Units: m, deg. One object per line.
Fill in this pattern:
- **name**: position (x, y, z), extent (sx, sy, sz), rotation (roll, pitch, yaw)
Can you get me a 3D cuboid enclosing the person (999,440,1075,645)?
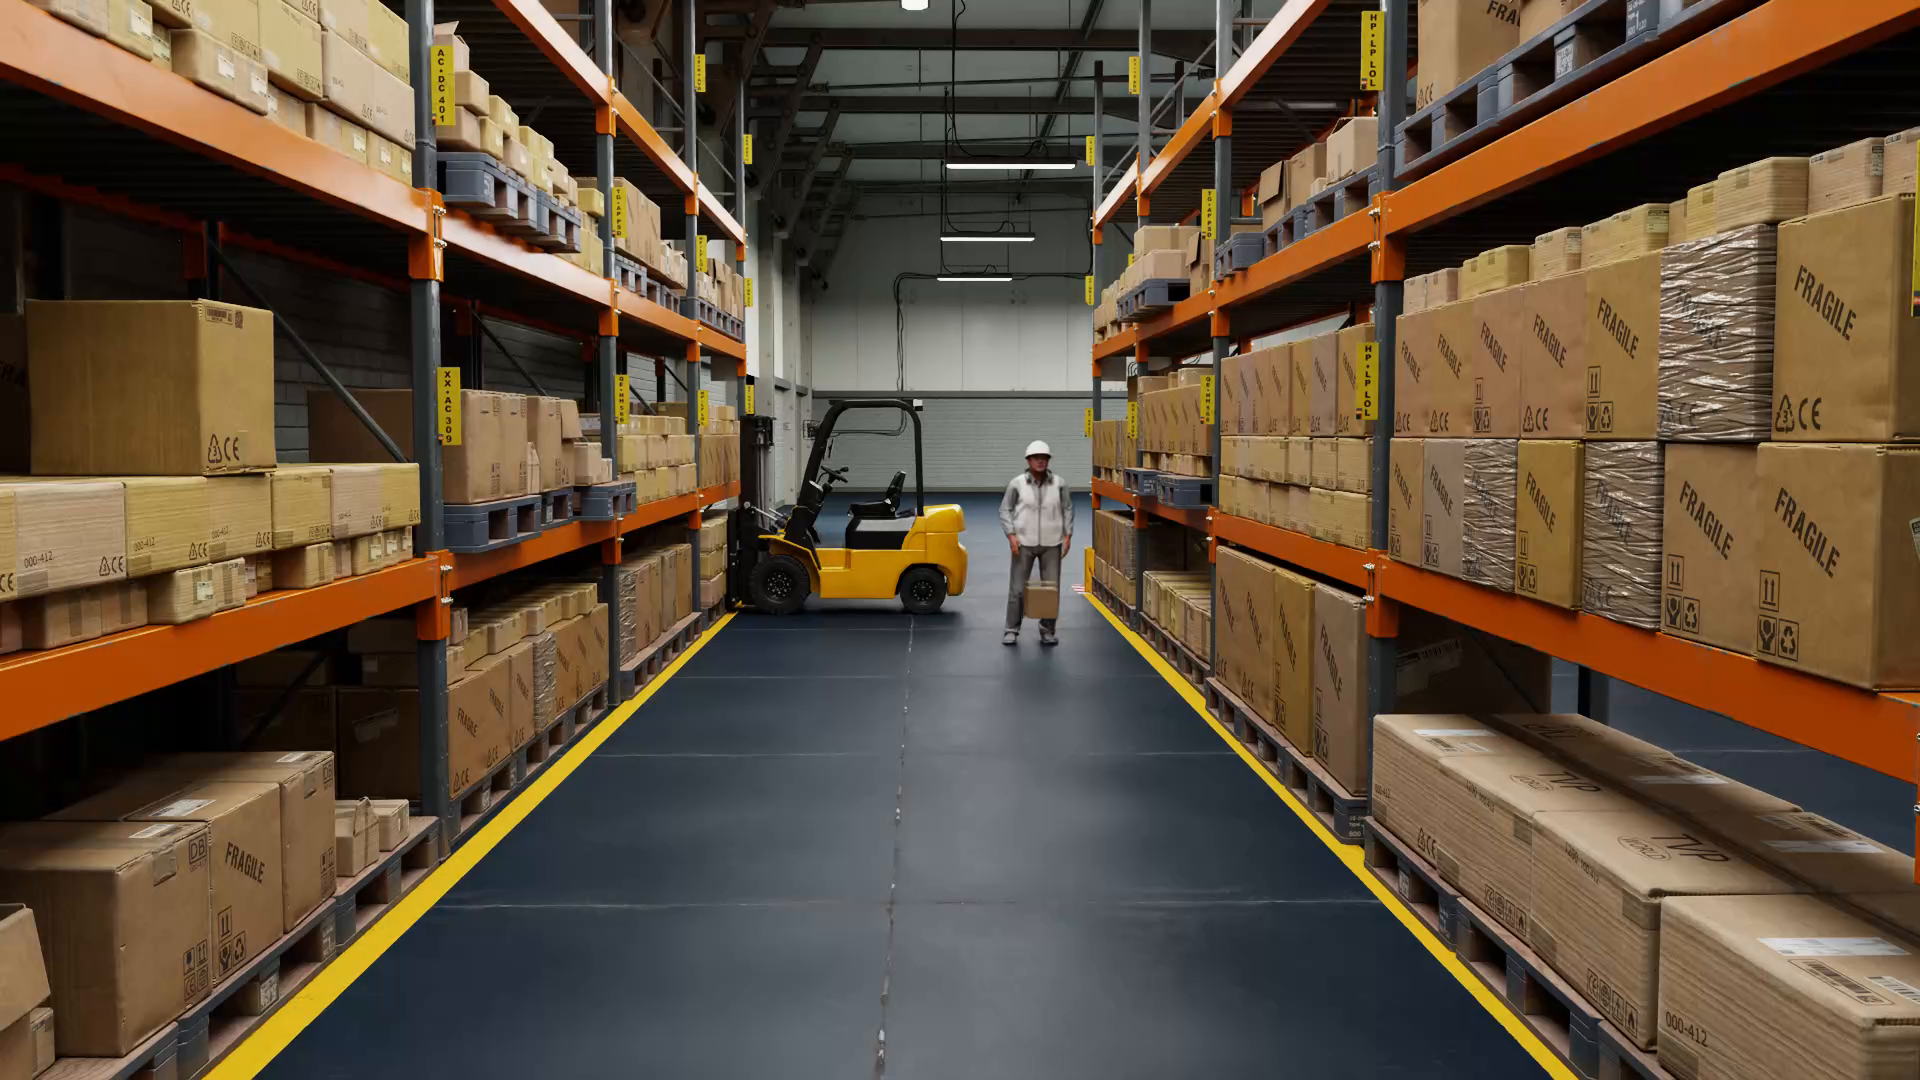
- **person**: position (0.658, 0.027, 14.224), extent (0.654, 1.755, 0.483), rotation (0, 4, -3)
